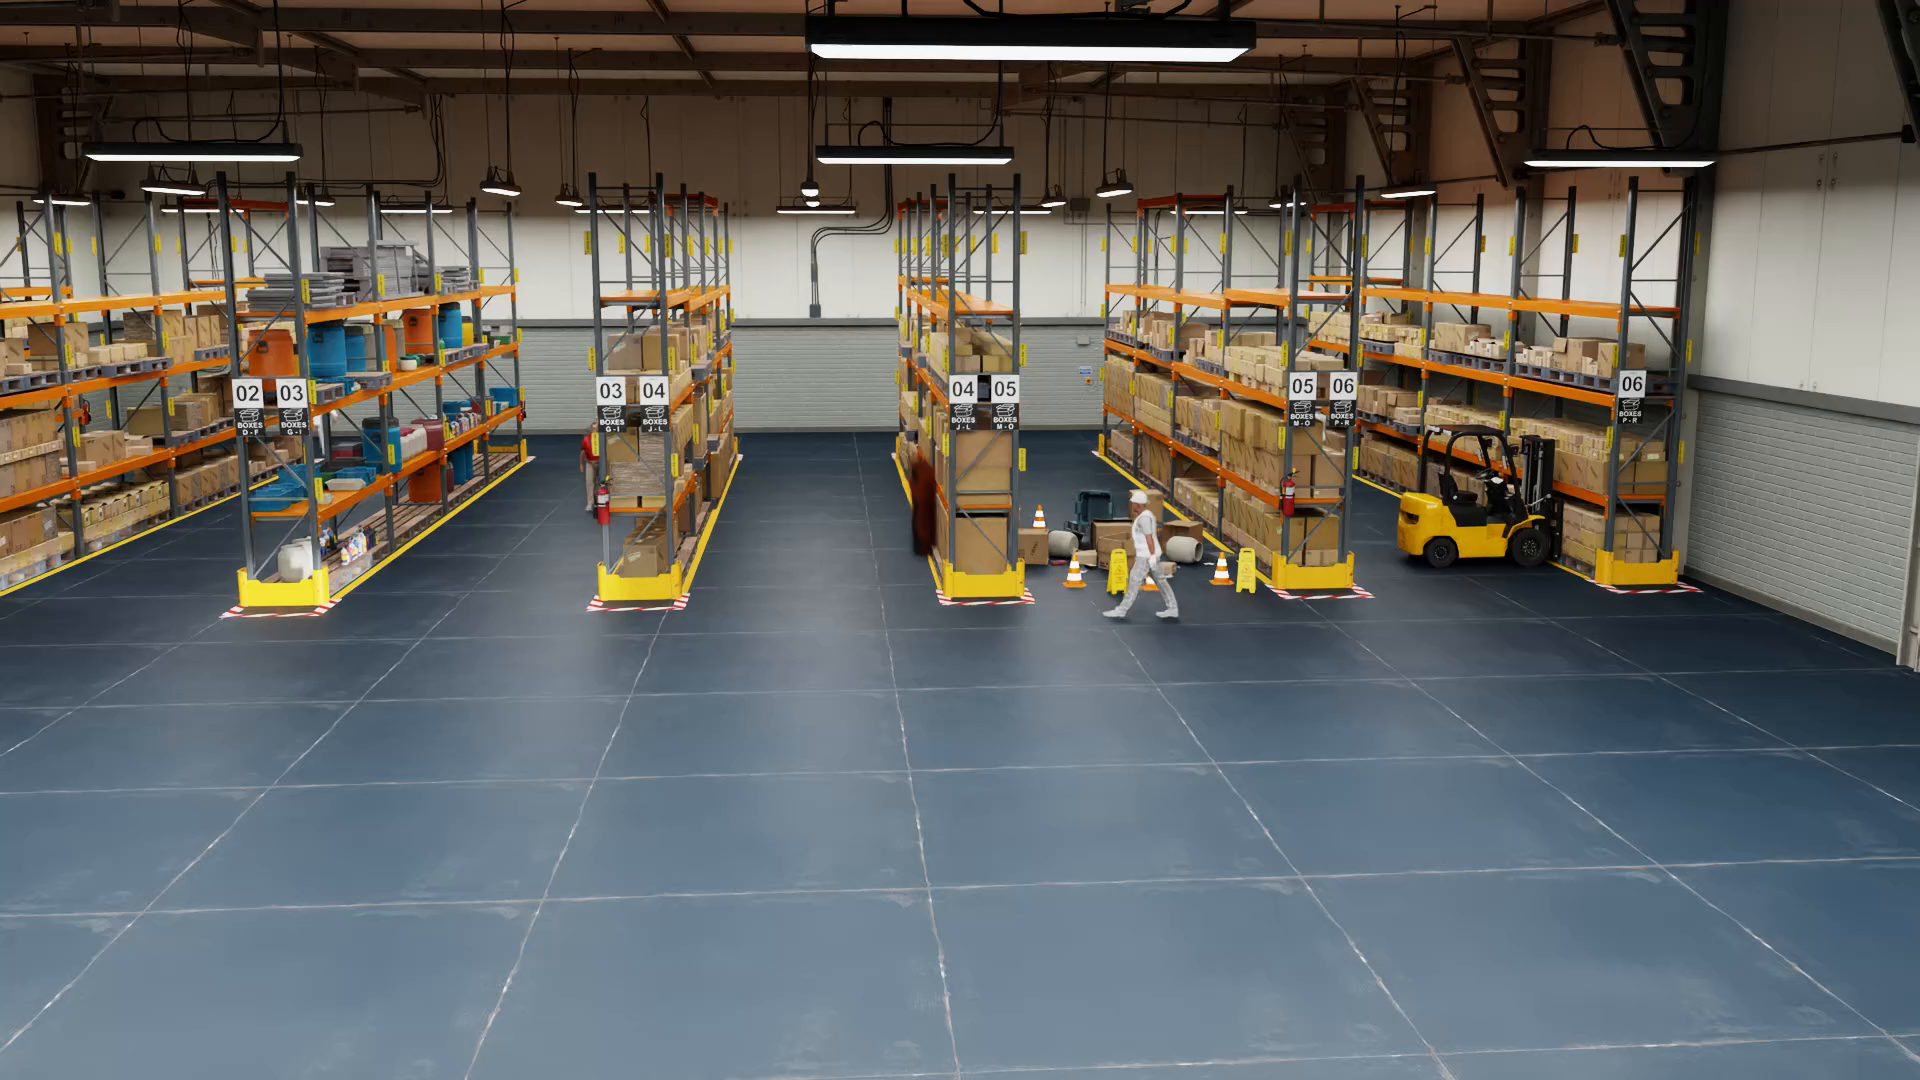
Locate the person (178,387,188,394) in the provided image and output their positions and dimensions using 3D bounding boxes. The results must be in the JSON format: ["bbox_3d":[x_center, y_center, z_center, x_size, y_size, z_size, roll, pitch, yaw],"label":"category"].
[{"bbox_3d":[-19.199,-3.045,41.401,0.579,1.587,0.694,1,10,5],"label":"person"}]

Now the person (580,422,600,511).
[{"bbox_3d":[-6.993,-1.430,31.886,0.642,1.661,1.084,-1,10,-4],"label":"person"}]

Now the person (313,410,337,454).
[{"bbox_3d":[-15.553,-3.005,40.584,0.627,1.705,1.173,-8,13,-37],"label":"person"}]

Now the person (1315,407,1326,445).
[{"bbox_3d":[7.617,-2.103,35.507,0.573,1.775,0.457,-9,14,-43],"label":"person"}]

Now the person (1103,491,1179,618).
[{"bbox_3d":[2.463,0.199,22.473,1.009,1.711,0.627,2,10,12],"label":"person"}]
